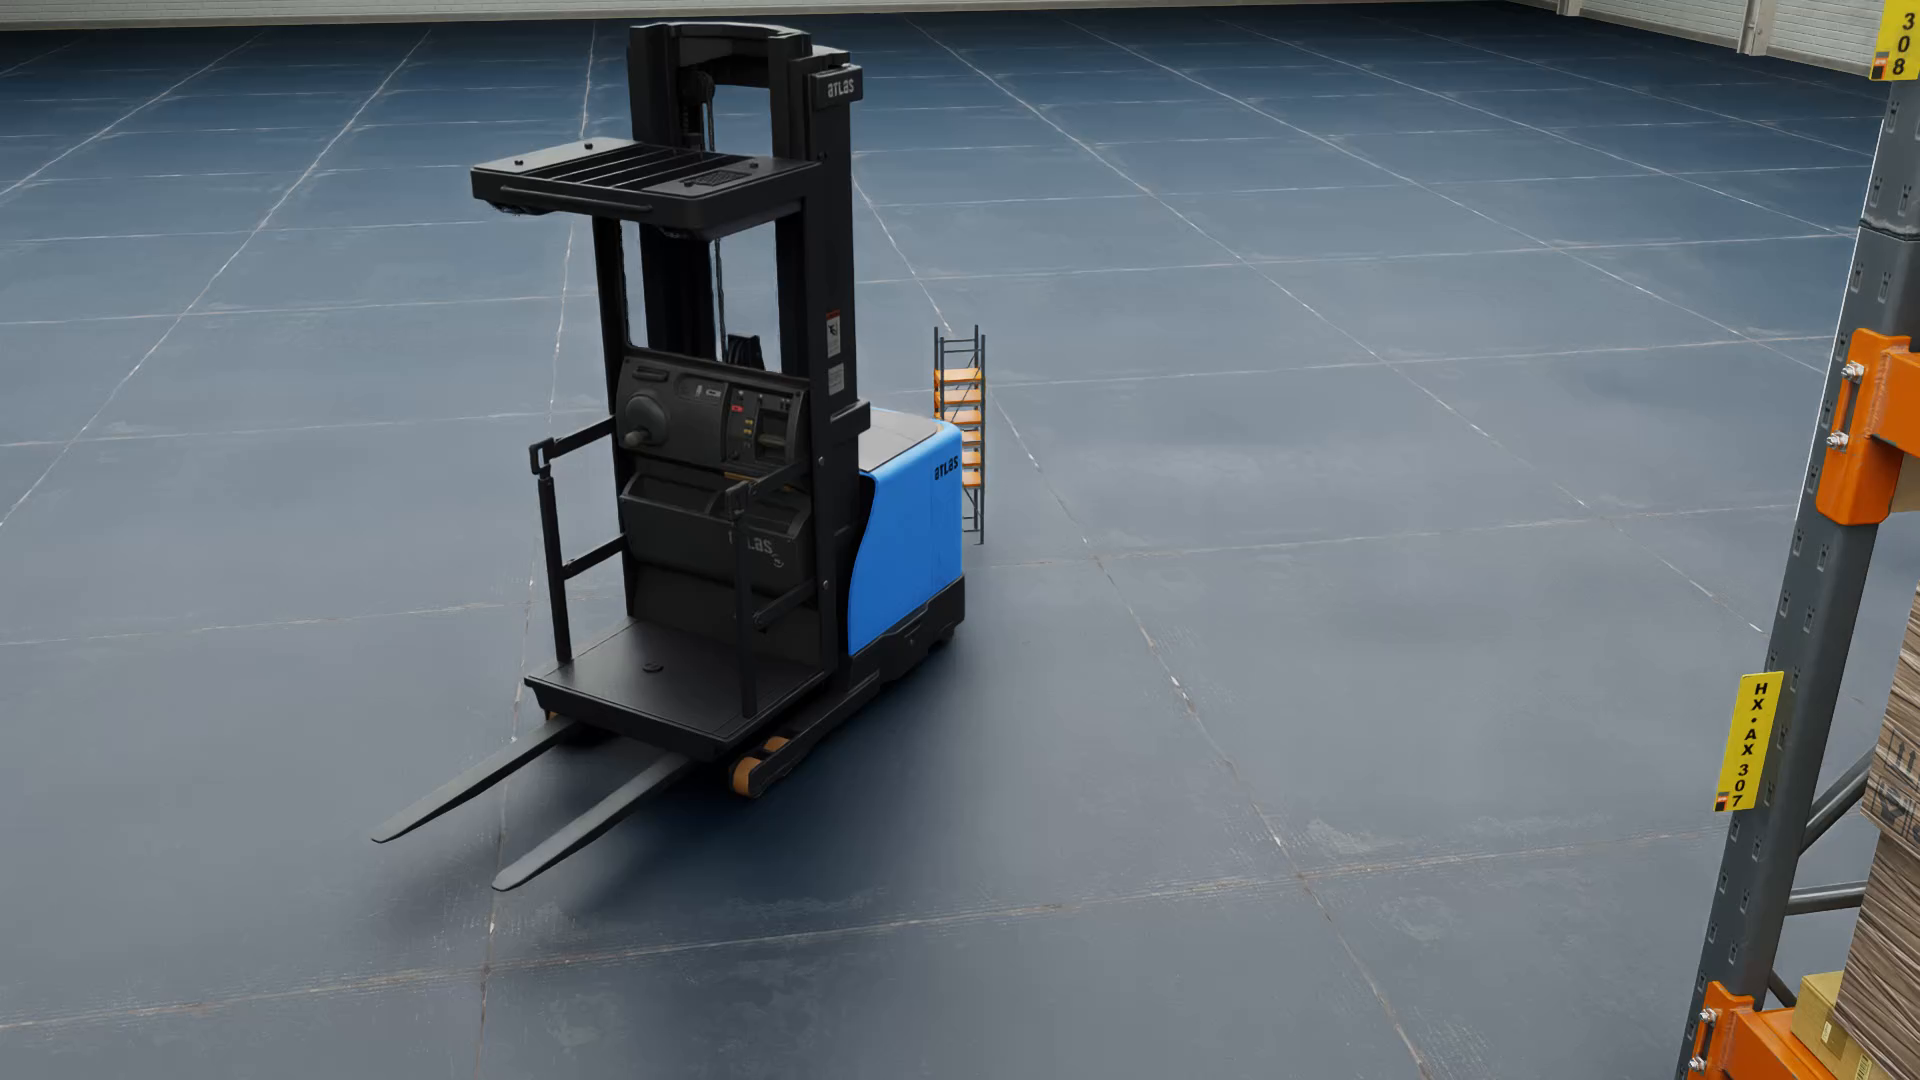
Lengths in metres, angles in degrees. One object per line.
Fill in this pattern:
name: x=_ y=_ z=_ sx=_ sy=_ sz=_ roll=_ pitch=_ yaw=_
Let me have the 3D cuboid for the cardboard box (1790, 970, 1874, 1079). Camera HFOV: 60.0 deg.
cardboard box: x=1.992 y=1.023 z=3.474 sx=0.380 sy=0.149 sz=0.250 roll=-4 pitch=24 yaw=-10

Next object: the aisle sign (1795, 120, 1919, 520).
aisle sign: x=1.868 y=-0.416 z=3.206 sx=0.394 sy=0.787 sz=0.004 roll=-4 pitch=24 yaw=-10

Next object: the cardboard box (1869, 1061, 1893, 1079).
cardboard box: x=2.020 y=1.123 z=3.246 sx=0.380 sy=0.149 sz=0.250 roll=-4 pitch=24 yaw=-10

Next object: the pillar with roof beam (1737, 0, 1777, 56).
pillar with roof beam: x=9.089 y=-11.981 z=25.440 sx=9.100 sy=9.000 sz=0.400 roll=-4 pitch=24 yaw=-10

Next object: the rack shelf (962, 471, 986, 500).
rack shelf: x=-0.003 y=-0.295 z=9.137 sx=0.258 sy=0.103 sz=0.180 roll=-4 pitch=24 yaw=-10

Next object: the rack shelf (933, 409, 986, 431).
rack shelf: x=-0.003 y=-0.625 z=8.993 sx=0.258 sy=0.103 sz=0.180 roll=-4 pitch=24 yaw=-10

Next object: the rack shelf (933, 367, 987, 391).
rack shelf: x=-0.003 y=-0.845 z=8.897 sx=0.258 sy=0.103 sz=0.180 roll=-4 pitch=24 yaw=-10

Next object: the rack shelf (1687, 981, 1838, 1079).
rack shelf: x=2.544 y=1.894 z=2.064 sx=1.077 sy=0.370 sz=4.000 roll=-4 pitch=24 yaw=-10

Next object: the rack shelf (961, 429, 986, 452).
rack shelf: x=-0.003 y=-0.515 z=9.041 sx=0.258 sy=0.103 sz=0.180 roll=-4 pitch=24 yaw=-10

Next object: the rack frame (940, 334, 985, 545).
rack frame: x=0.014 y=-0.520 z=8.940 sx=0.240 sy=1.200 sz=0.006 roll=-4 pitch=24 yaw=-10

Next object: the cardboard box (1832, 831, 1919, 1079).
cardboard box: x=2.249 y=0.814 z=3.142 sx=0.875 sy=0.500 sz=0.500 roll=-4 pitch=24 yaw=-10

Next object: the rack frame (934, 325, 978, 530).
rack frame: x=-0.020 y=-0.592 z=9.105 sx=0.240 sy=1.200 sz=0.006 roll=-4 pitch=24 yaw=-10

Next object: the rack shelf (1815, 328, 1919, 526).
rack shelf: x=2.544 y=0.520 z=1.464 sx=1.077 sy=0.370 sz=4.000 roll=-4 pitch=24 yaw=-10

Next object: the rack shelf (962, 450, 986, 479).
rack shelf: x=-0.003 y=-0.405 z=9.089 sx=0.258 sy=0.103 sz=0.180 roll=-4 pitch=24 yaw=-10

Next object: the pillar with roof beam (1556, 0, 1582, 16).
pillar with roof beam: x=7.979 y=-14.341 z=30.843 sx=9.100 sy=9.000 sz=0.400 roll=-4 pitch=24 yaw=-10

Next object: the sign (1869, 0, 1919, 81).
sign: x=1.641 y=-0.957 z=2.854 sx=0.100 sy=0.325 sz=0.005 roll=-4 pitch=24 yaw=-10

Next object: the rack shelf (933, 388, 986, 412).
rack shelf: x=-0.003 y=-0.735 z=8.945 sx=0.258 sy=0.103 sz=0.180 roll=-4 pitch=24 yaw=-10

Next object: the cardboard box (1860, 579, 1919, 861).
cardboard box: x=2.008 y=0.374 z=2.900 sx=0.500 sy=0.500 sz=0.500 roll=-4 pitch=24 yaw=-10

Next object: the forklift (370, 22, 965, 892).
forklift: x=-1.146 y=-0.493 z=6.716 sx=1.130 sy=2.935 sz=3.031 roll=13 pitch=27 yaw=27

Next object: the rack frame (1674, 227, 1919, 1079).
rack frame: x=2.174 y=0.778 z=3.721 sx=1.000 sy=3.000 sz=0.127 roll=-4 pitch=24 yaw=-10

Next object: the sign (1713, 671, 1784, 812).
sign: x=1.641 y=0.421 z=3.456 sx=0.100 sy=0.325 sz=0.005 roll=-4 pitch=24 yaw=-10

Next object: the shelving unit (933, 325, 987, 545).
shelving unit: x=-0.003 y=-0.556 z=9.023 sx=0.258 sy=1.200 sz=0.189 roll=-4 pitch=24 yaw=-10

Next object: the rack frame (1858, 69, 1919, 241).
rack frame: x=2.174 y=-1.971 z=2.520 sx=1.000 sy=3.000 sz=0.127 roll=-4 pitch=24 yaw=-10
